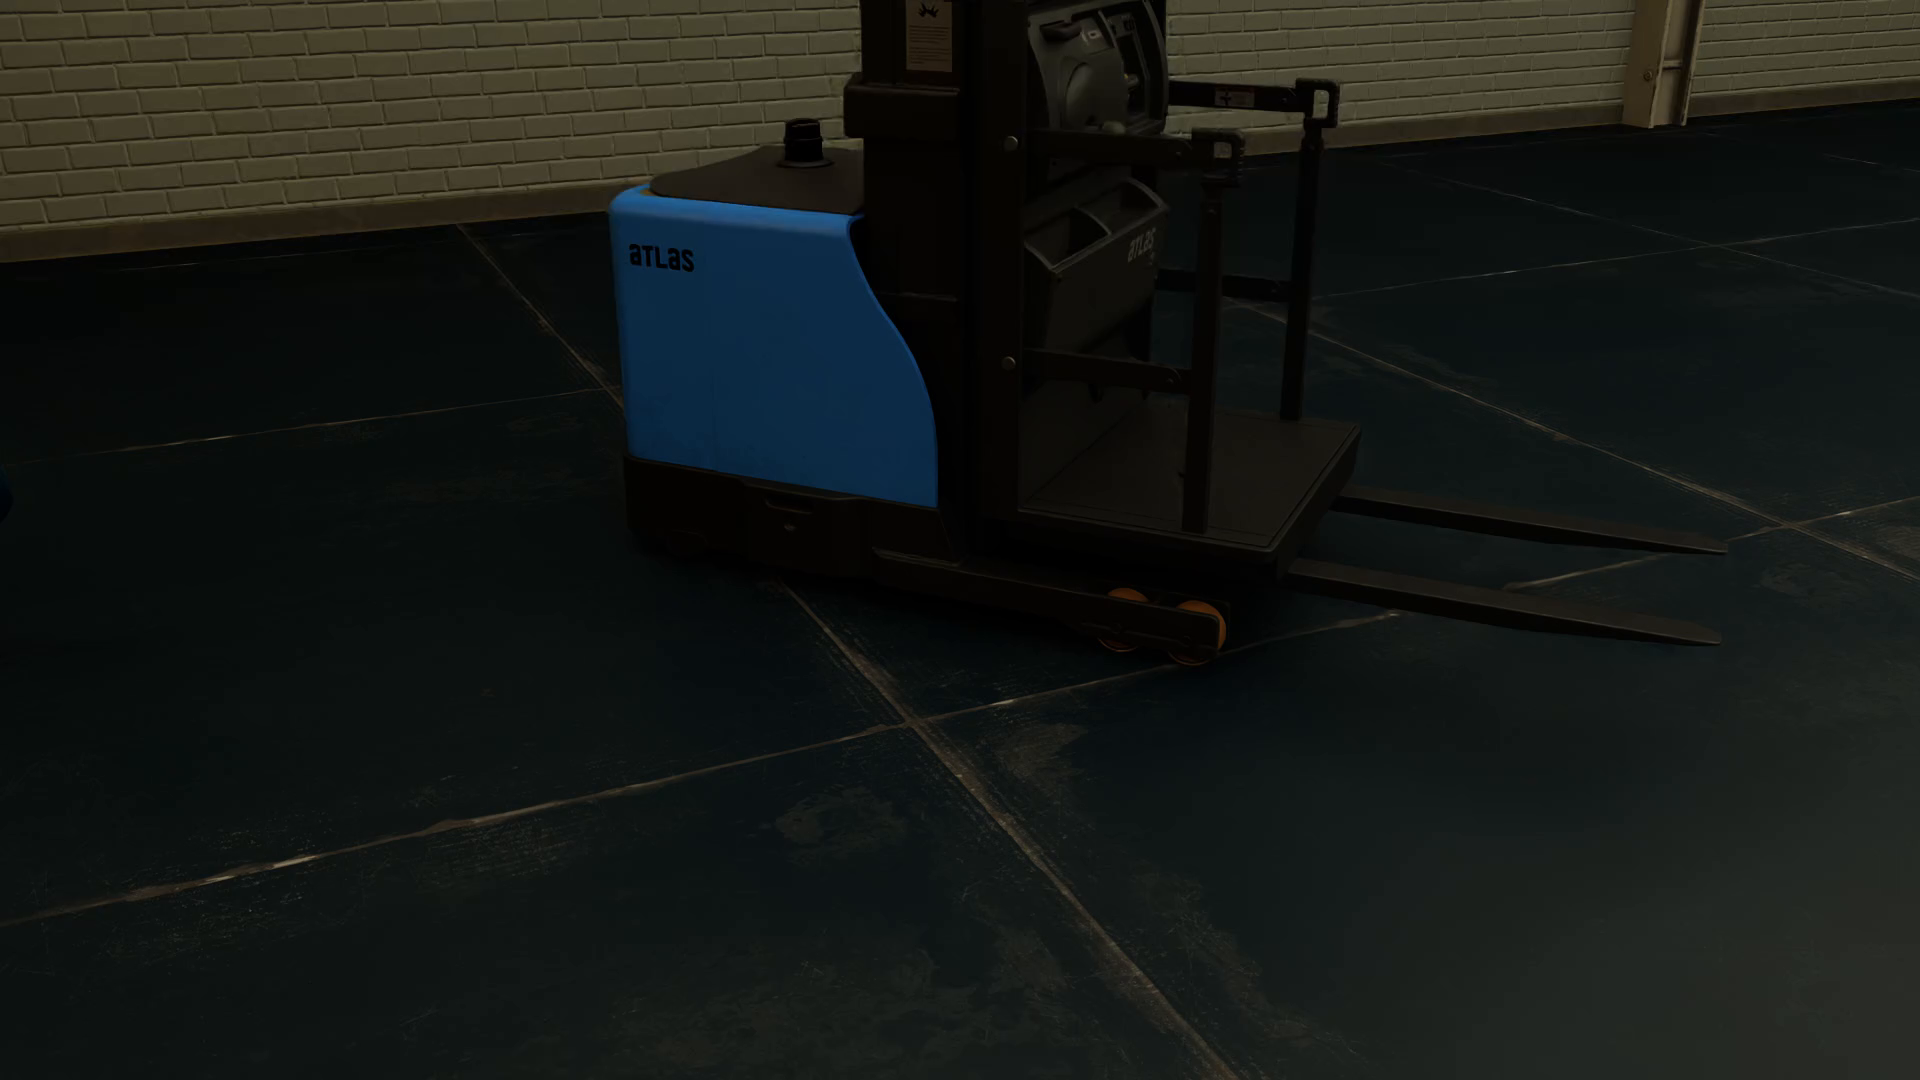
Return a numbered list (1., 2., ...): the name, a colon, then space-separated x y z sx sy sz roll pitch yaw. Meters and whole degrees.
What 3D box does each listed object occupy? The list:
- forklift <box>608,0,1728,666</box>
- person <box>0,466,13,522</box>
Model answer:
1. forklift: 0.558 -1.258 4.315 3.031 2.935 1.130 10 25 22
2. person: -2.717 -0.436 4.207 0.459 1.512 0.764 -11 25 -24
